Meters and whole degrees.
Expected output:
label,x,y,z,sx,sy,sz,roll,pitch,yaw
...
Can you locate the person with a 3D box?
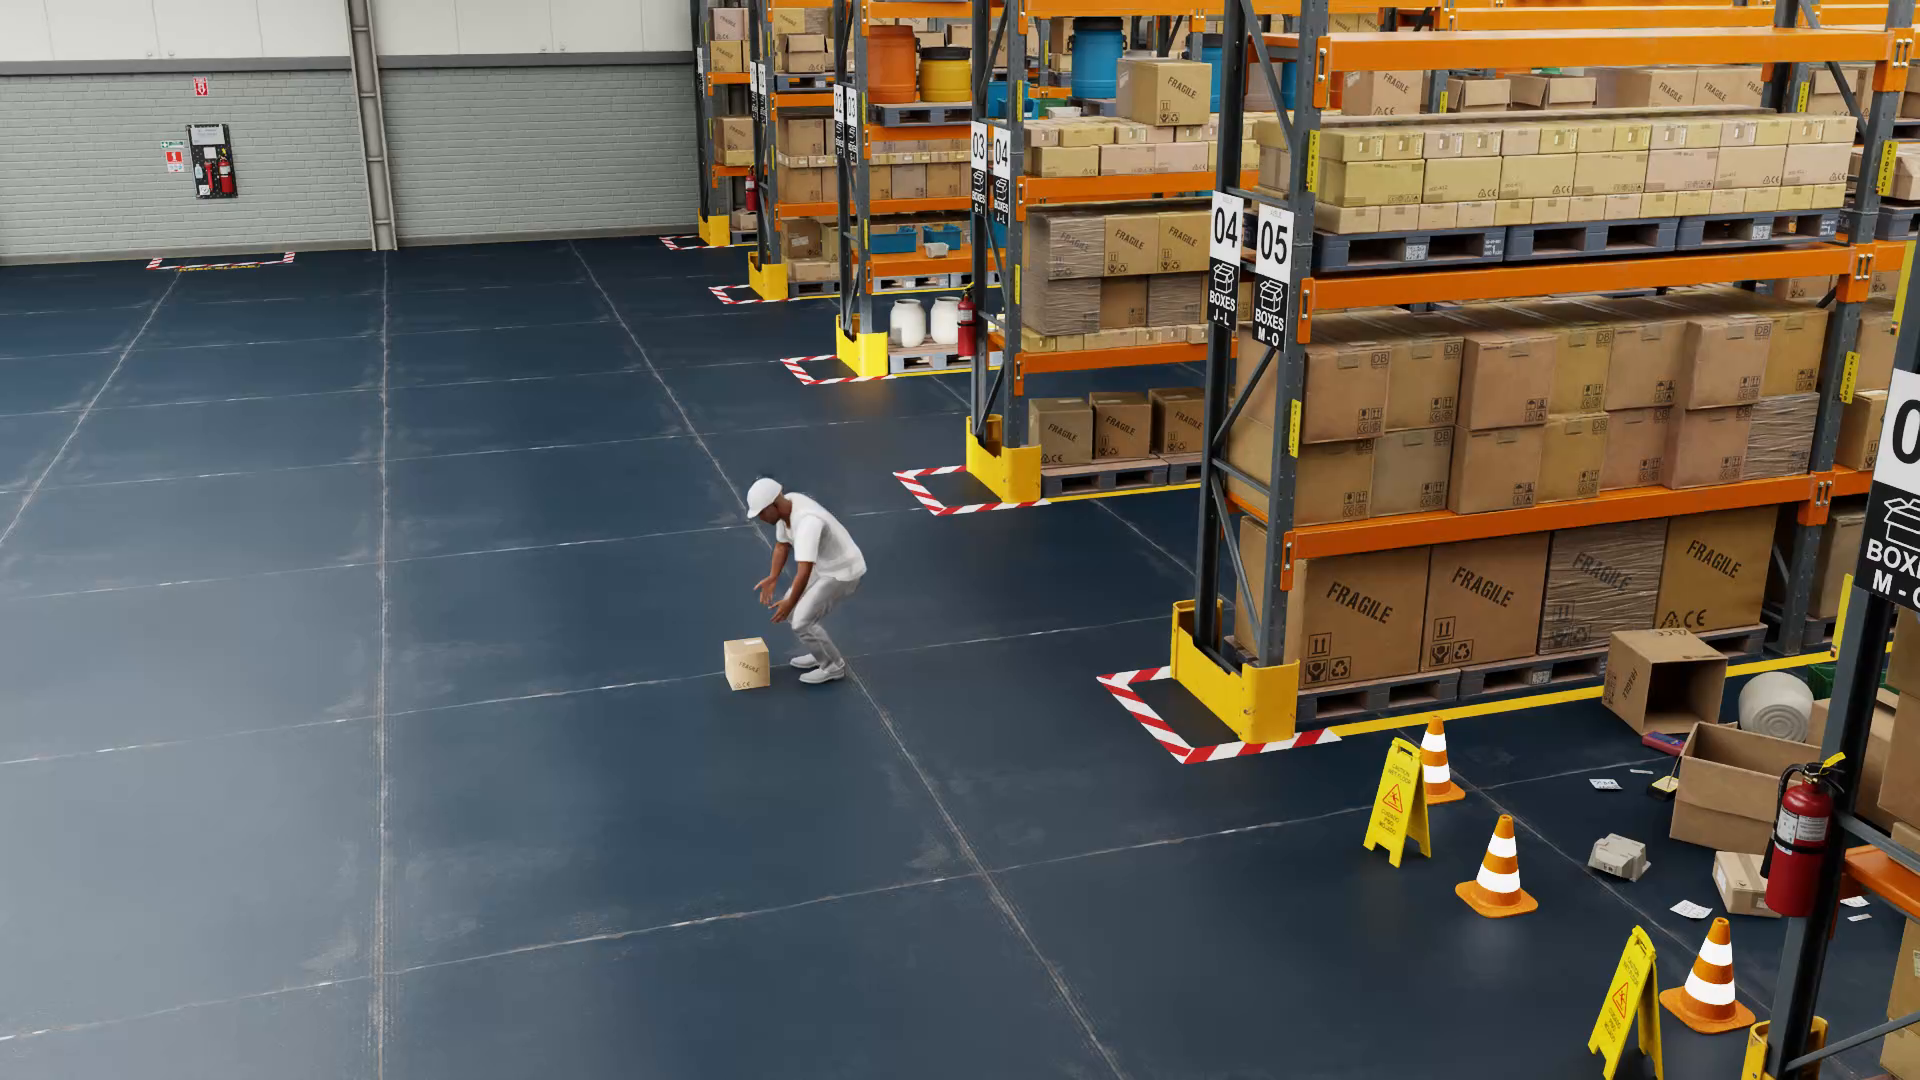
label,x,y,z,sx,sy,sz,roll,pitch,yaw
person,-1.007,0.304,10.892,0.817,1.283,0.627,-6,20,-17
